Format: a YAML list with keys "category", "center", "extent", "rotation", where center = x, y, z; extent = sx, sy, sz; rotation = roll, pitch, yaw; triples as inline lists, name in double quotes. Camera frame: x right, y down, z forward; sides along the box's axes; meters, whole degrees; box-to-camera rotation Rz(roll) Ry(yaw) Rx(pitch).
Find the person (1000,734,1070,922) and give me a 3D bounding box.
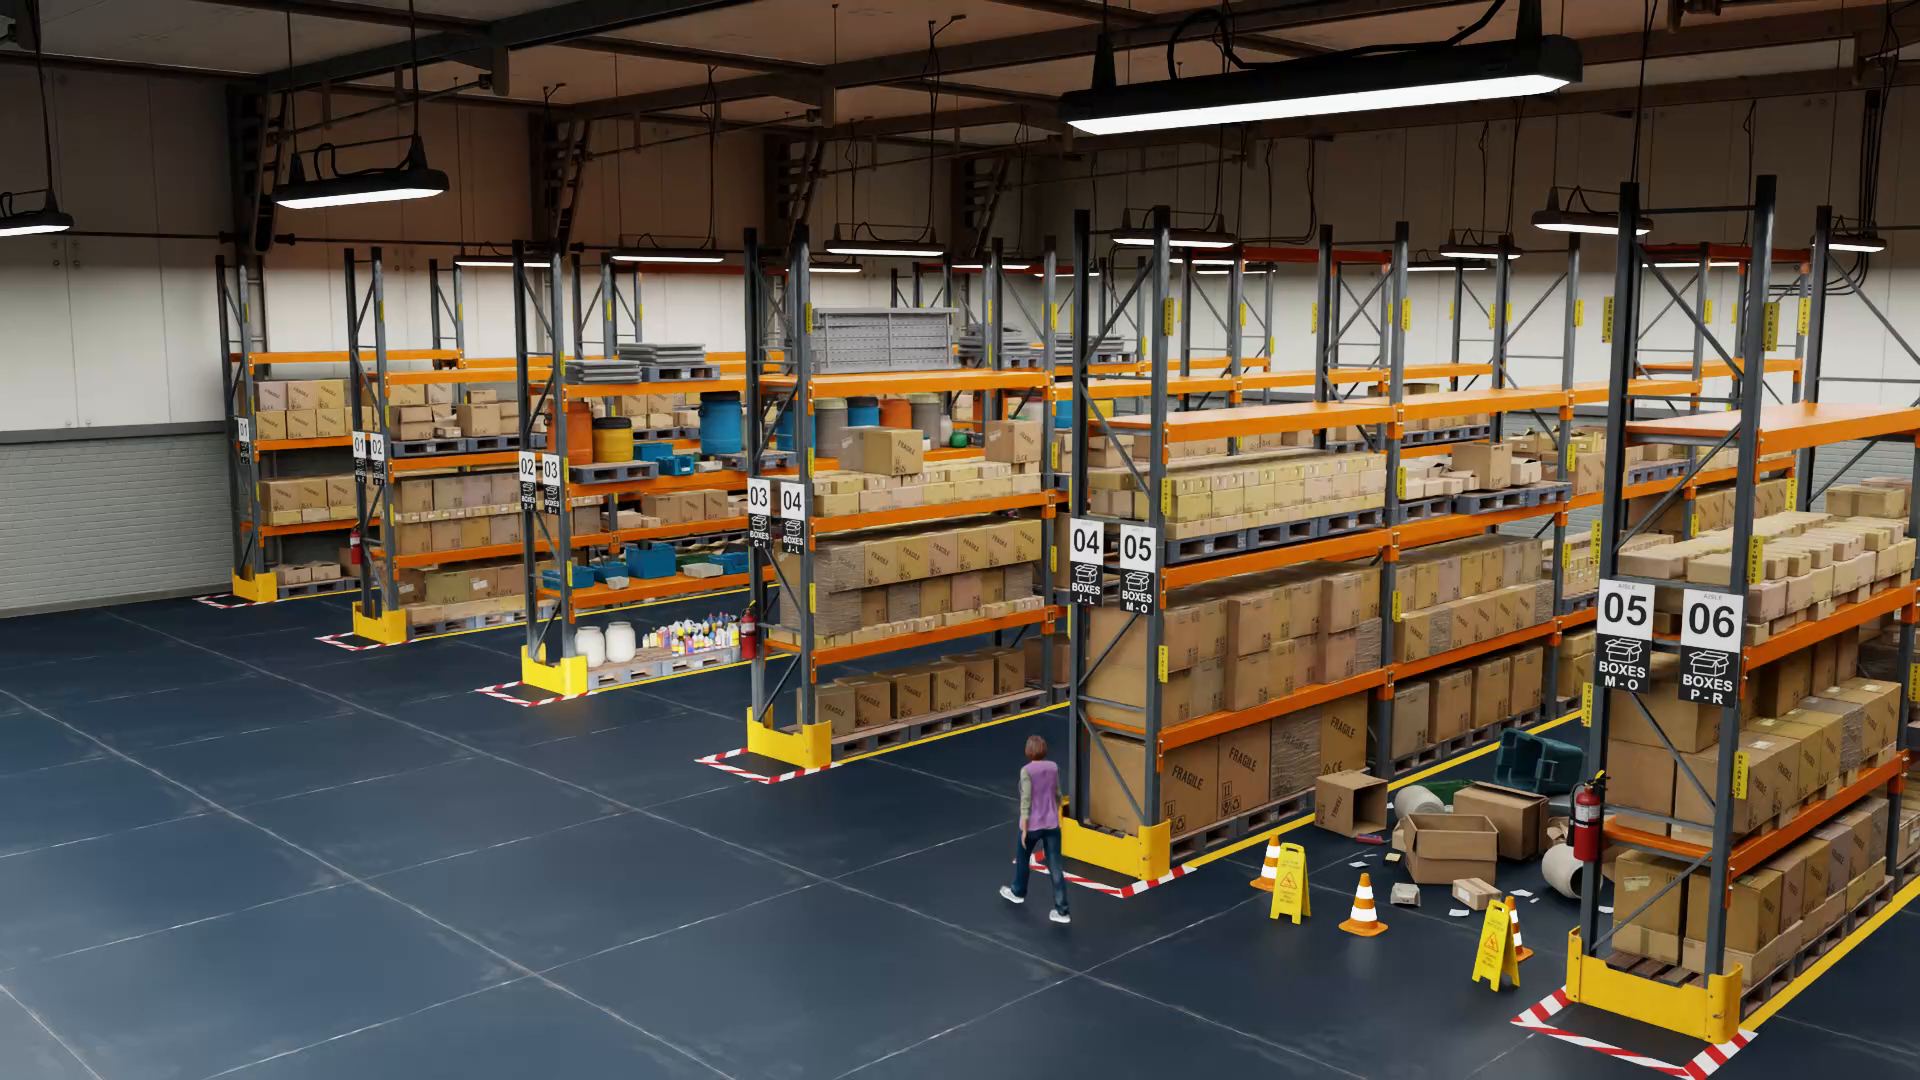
- category: "person"
  center: [0.670, 2.406, 14.084]
  extent: [0.457, 1.527, 0.975]
  rotation: [-4, 9, -25]
